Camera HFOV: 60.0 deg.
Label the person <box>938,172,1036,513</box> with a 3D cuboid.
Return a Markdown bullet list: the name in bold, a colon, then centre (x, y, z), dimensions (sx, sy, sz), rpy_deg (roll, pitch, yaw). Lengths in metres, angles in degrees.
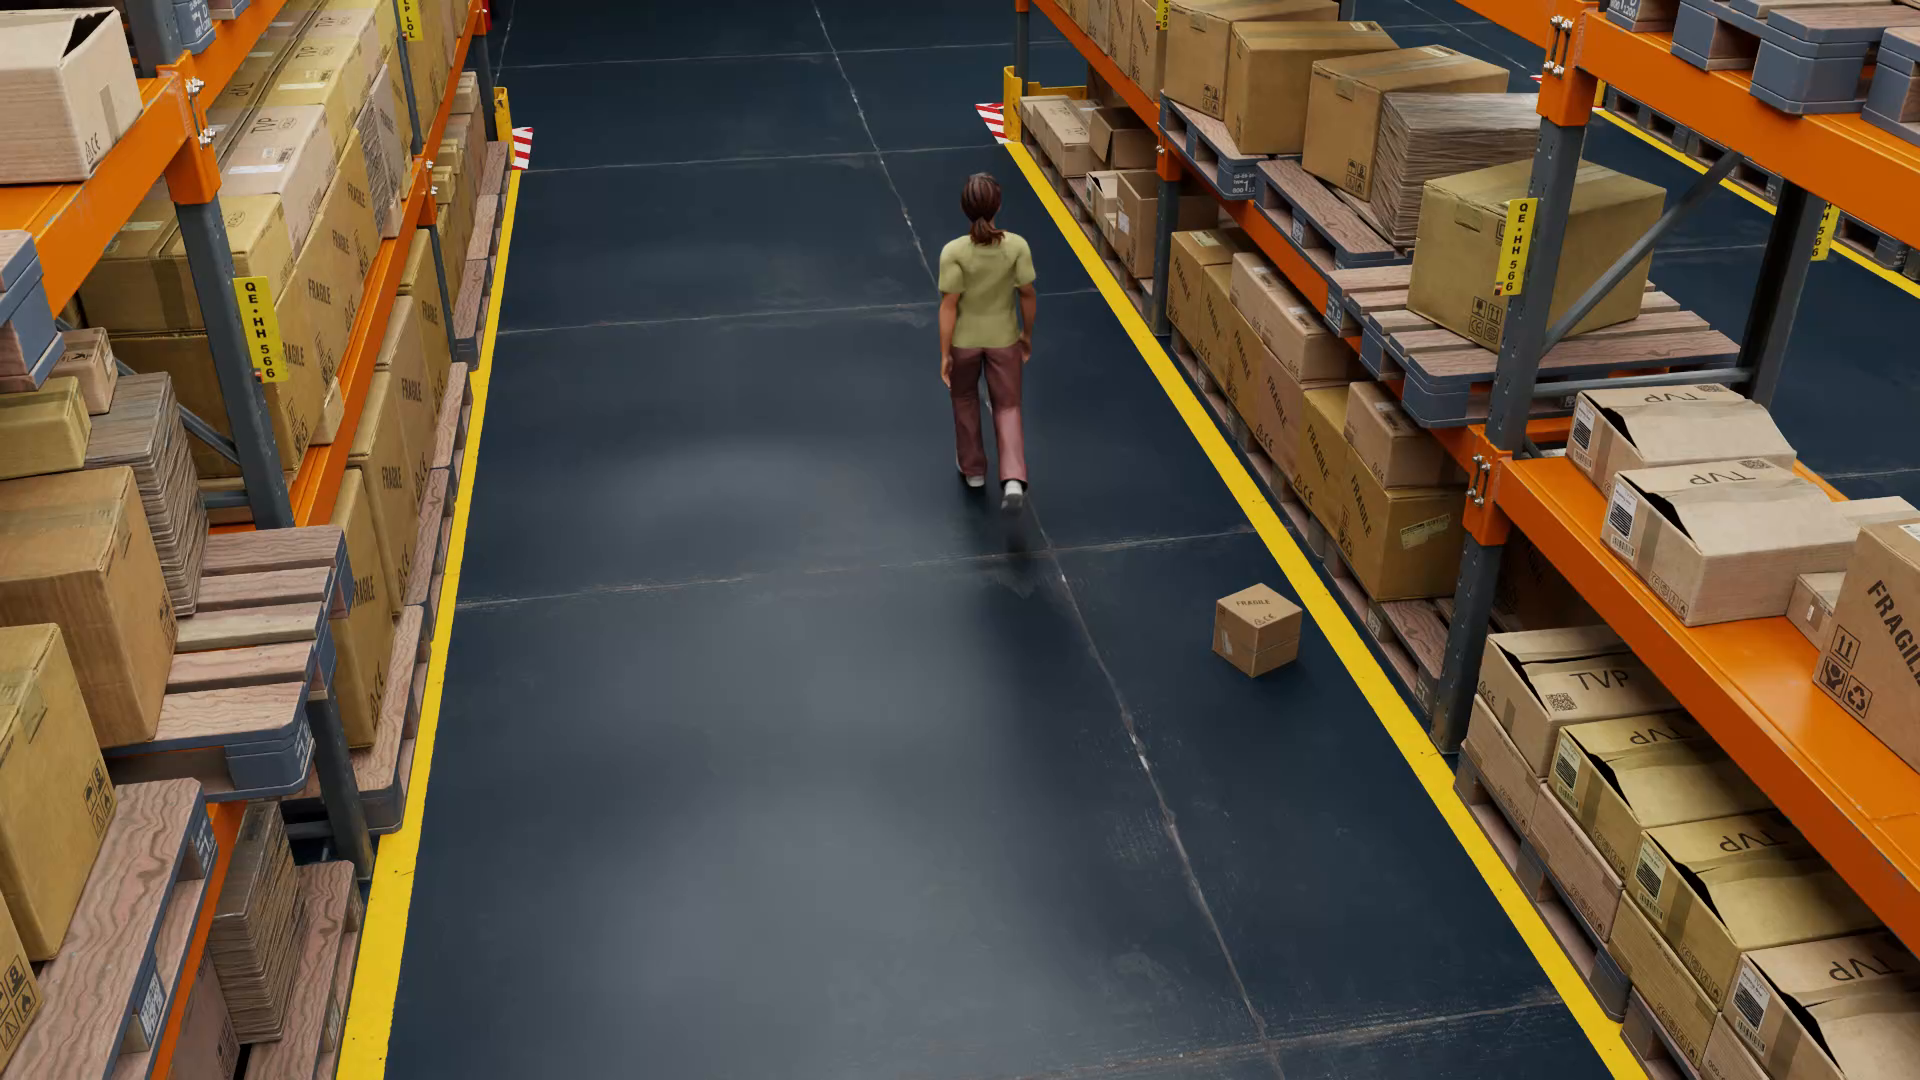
- **person**: centre (0.122, -0.892, 7.623), dimensions (0.453, 1.634, 0.865), rpy_deg (-3, 31, -5)
